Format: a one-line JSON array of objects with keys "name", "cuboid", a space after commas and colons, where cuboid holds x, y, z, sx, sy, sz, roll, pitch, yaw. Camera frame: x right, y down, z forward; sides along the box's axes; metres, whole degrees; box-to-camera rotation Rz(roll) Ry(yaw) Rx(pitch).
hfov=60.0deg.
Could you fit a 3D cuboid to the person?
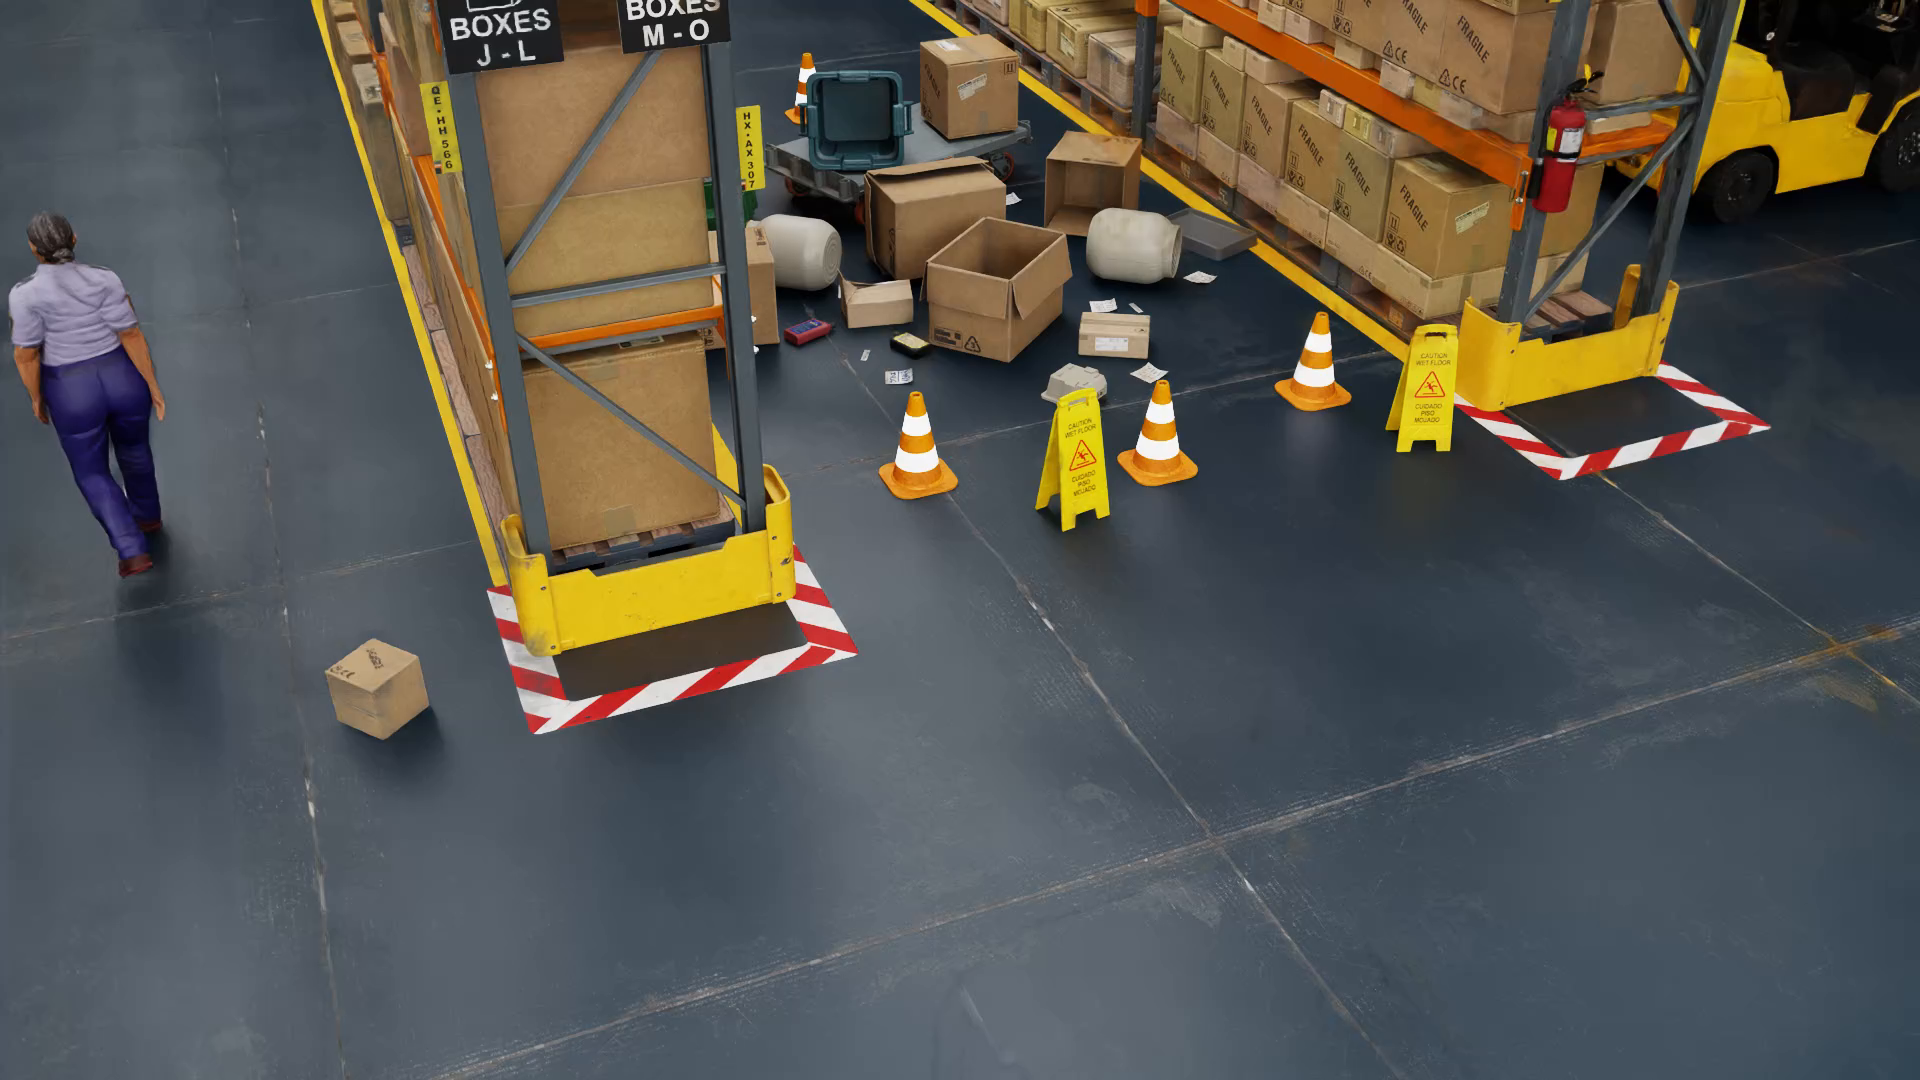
[{"name": "person", "cuboid": [-3.685, -0.627, 7.076, 0.485, 1.613, 0.856, -25, 41, -32]}]
